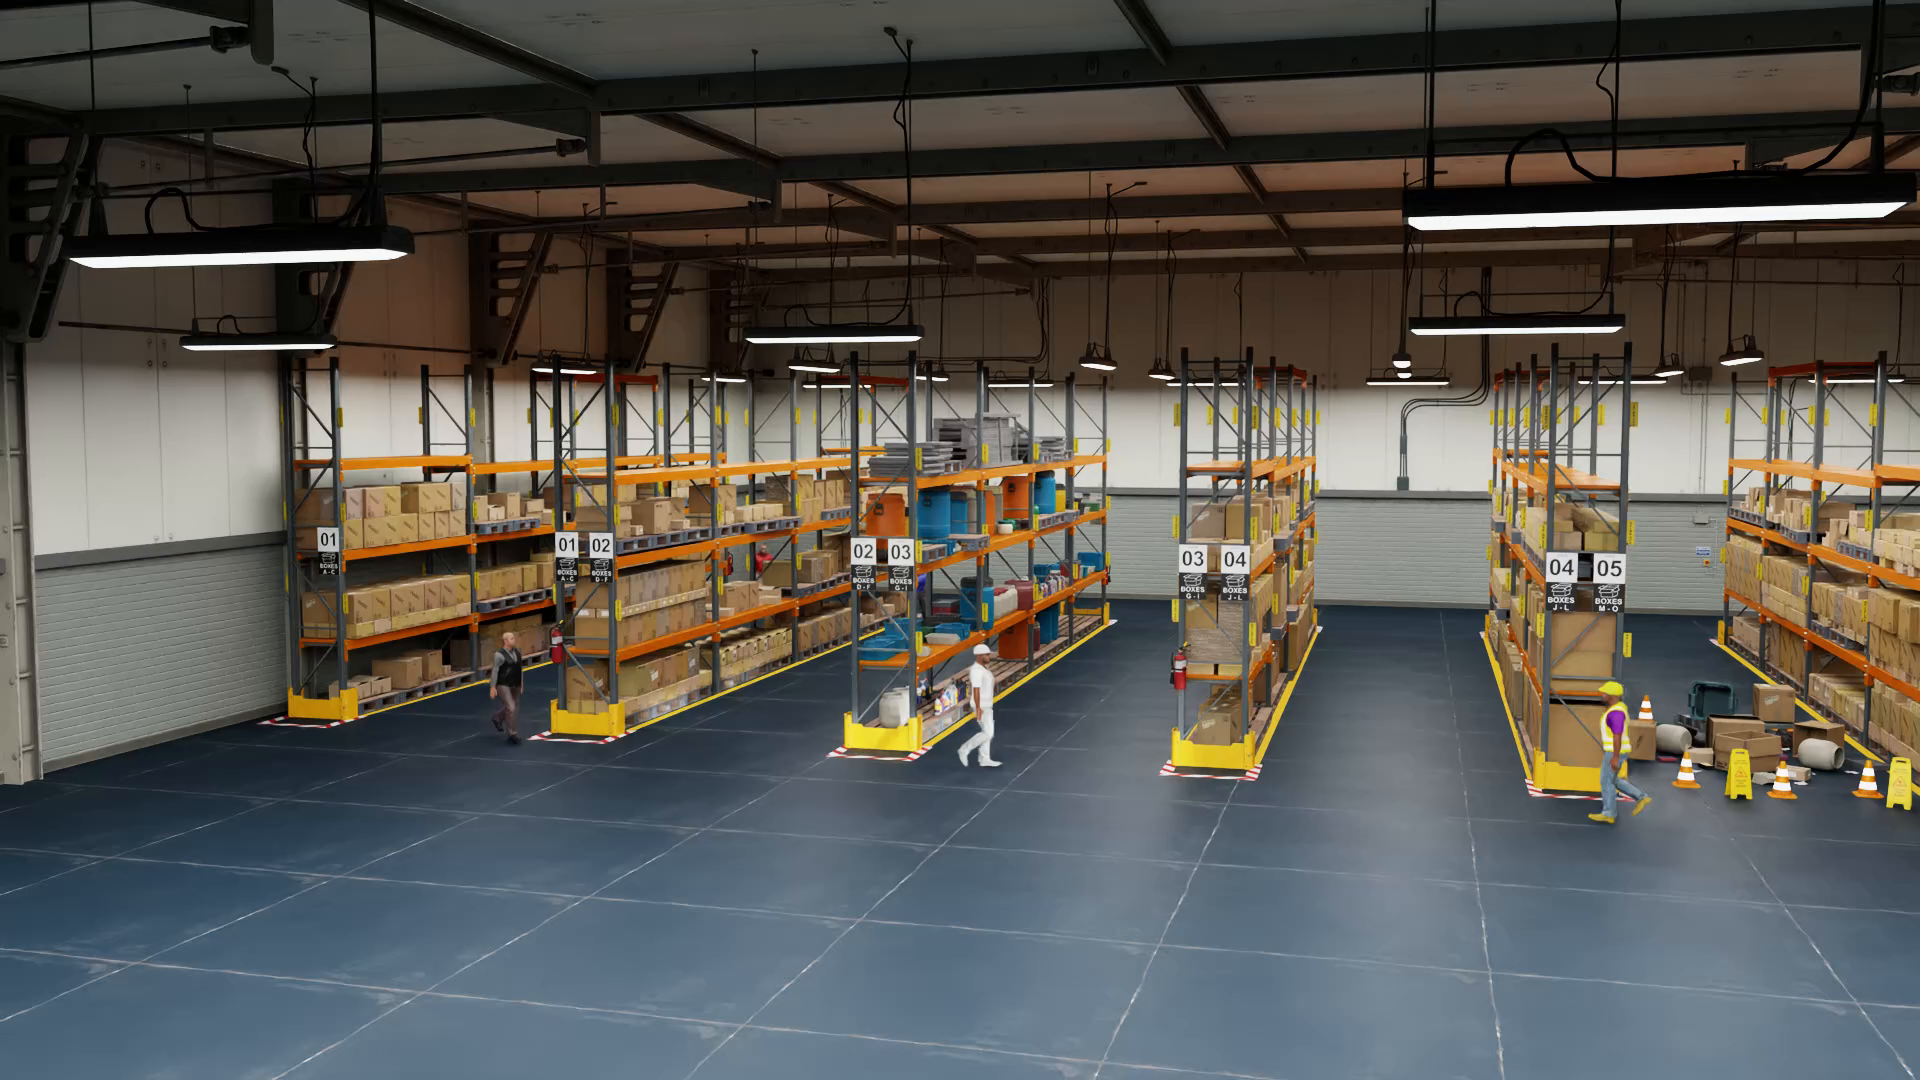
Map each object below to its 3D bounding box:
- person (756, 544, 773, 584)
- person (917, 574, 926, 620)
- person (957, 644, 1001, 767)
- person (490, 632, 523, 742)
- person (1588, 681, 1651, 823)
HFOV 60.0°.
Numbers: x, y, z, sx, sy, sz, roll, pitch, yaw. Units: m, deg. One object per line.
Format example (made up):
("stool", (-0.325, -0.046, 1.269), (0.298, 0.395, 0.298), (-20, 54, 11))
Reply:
("person", (-5.154, 0.942, 43.622), (0.564, 1.656, 1.125), (-1, 4, -19))
("person", (-0.973, 1.329, 38.924), (0.500, 1.594, 1.033), (1, 4, 12))
("person", (0.277, 2.366, 23.751), (0.607, 1.758, 0.588), (1, 4, 9))
("person", (-7.073, 2.258, 25.829), (0.904, 1.684, 0.571), (3, 5, 39))
("person", (8.161, 2.614, 20.522), (0.719, 1.753, 0.581), (2, 5, 22))
